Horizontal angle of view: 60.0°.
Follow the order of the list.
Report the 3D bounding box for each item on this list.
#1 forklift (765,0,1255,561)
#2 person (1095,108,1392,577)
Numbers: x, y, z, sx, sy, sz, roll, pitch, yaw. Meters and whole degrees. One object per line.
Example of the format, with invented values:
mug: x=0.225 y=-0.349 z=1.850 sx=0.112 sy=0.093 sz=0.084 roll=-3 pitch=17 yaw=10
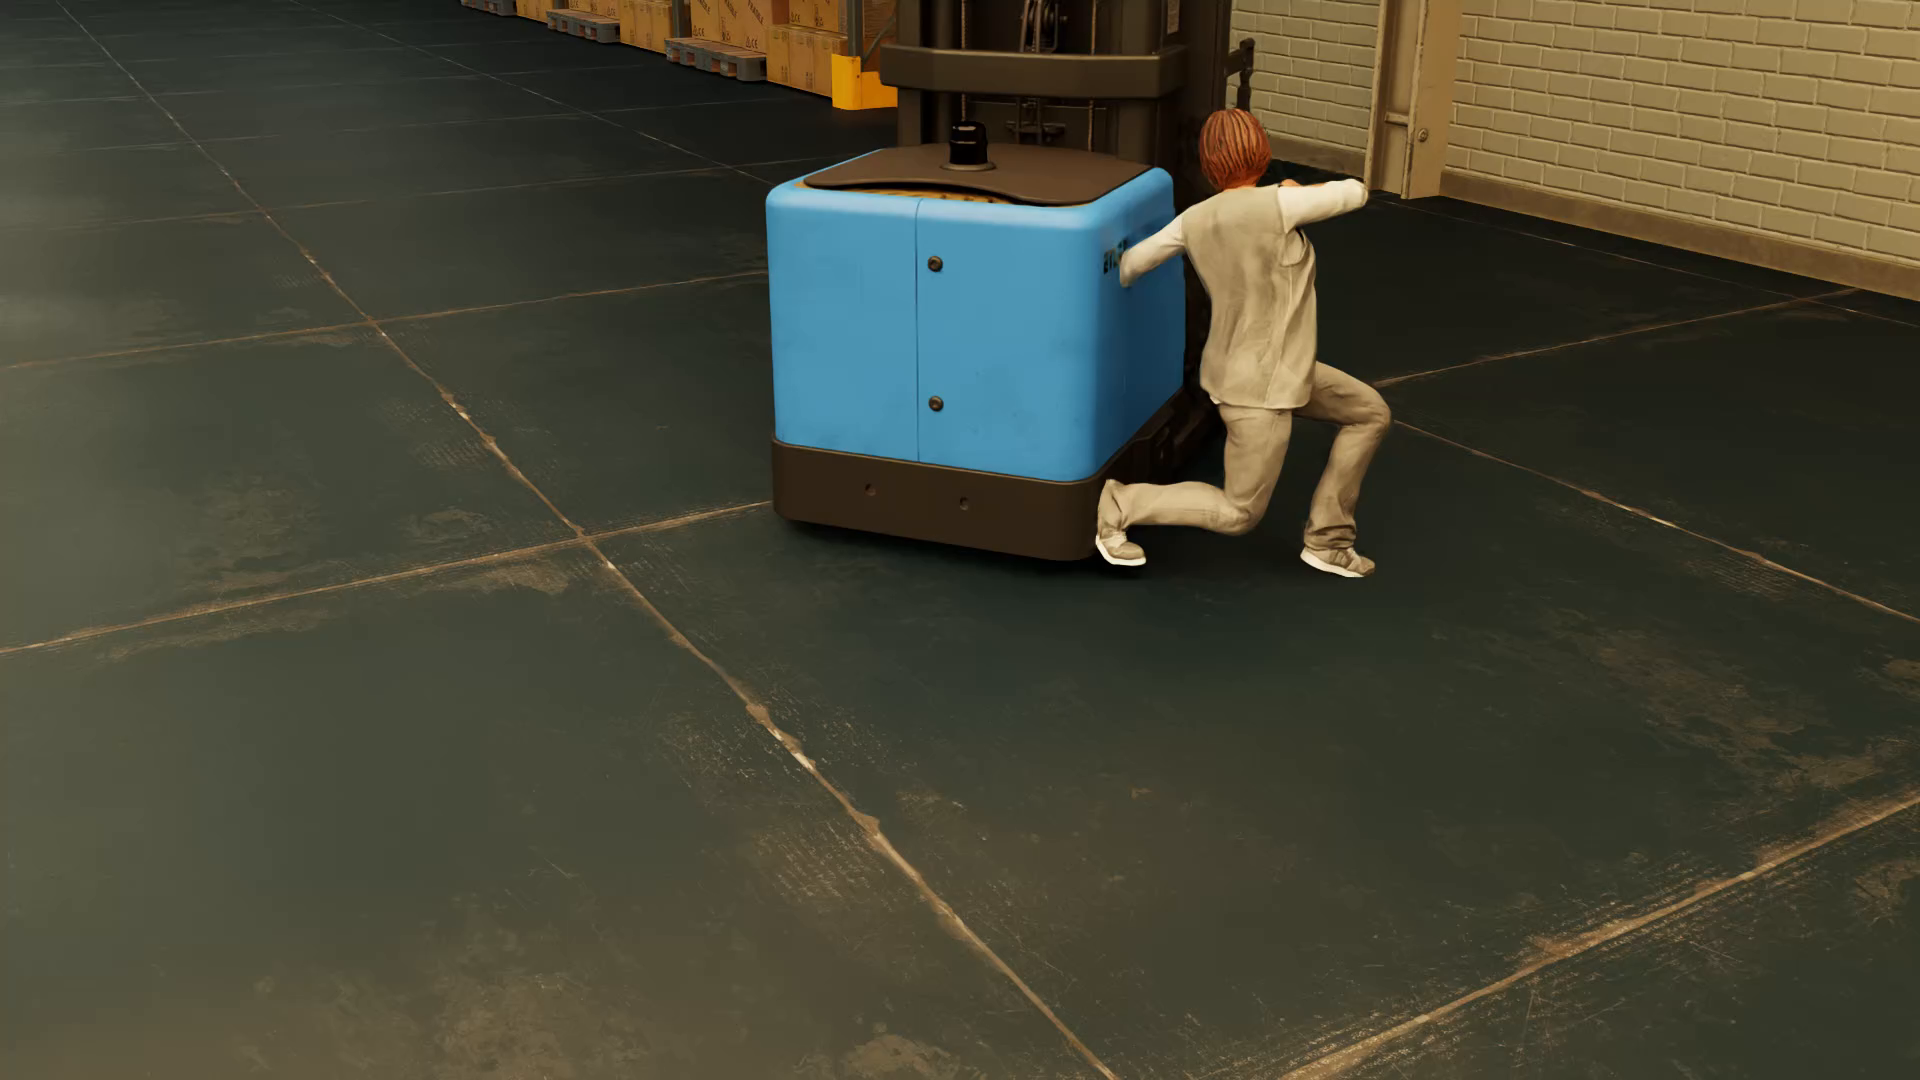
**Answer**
forklift: x=0.447 y=-1.823 z=5.715 sx=1.130 sy=2.935 sz=3.031 roll=9 pitch=24 yaw=20
person: x=0.763 y=-0.555 z=4.766 sx=0.879 sy=1.355 sz=0.701 roll=-4 pitch=23 yaw=-11
